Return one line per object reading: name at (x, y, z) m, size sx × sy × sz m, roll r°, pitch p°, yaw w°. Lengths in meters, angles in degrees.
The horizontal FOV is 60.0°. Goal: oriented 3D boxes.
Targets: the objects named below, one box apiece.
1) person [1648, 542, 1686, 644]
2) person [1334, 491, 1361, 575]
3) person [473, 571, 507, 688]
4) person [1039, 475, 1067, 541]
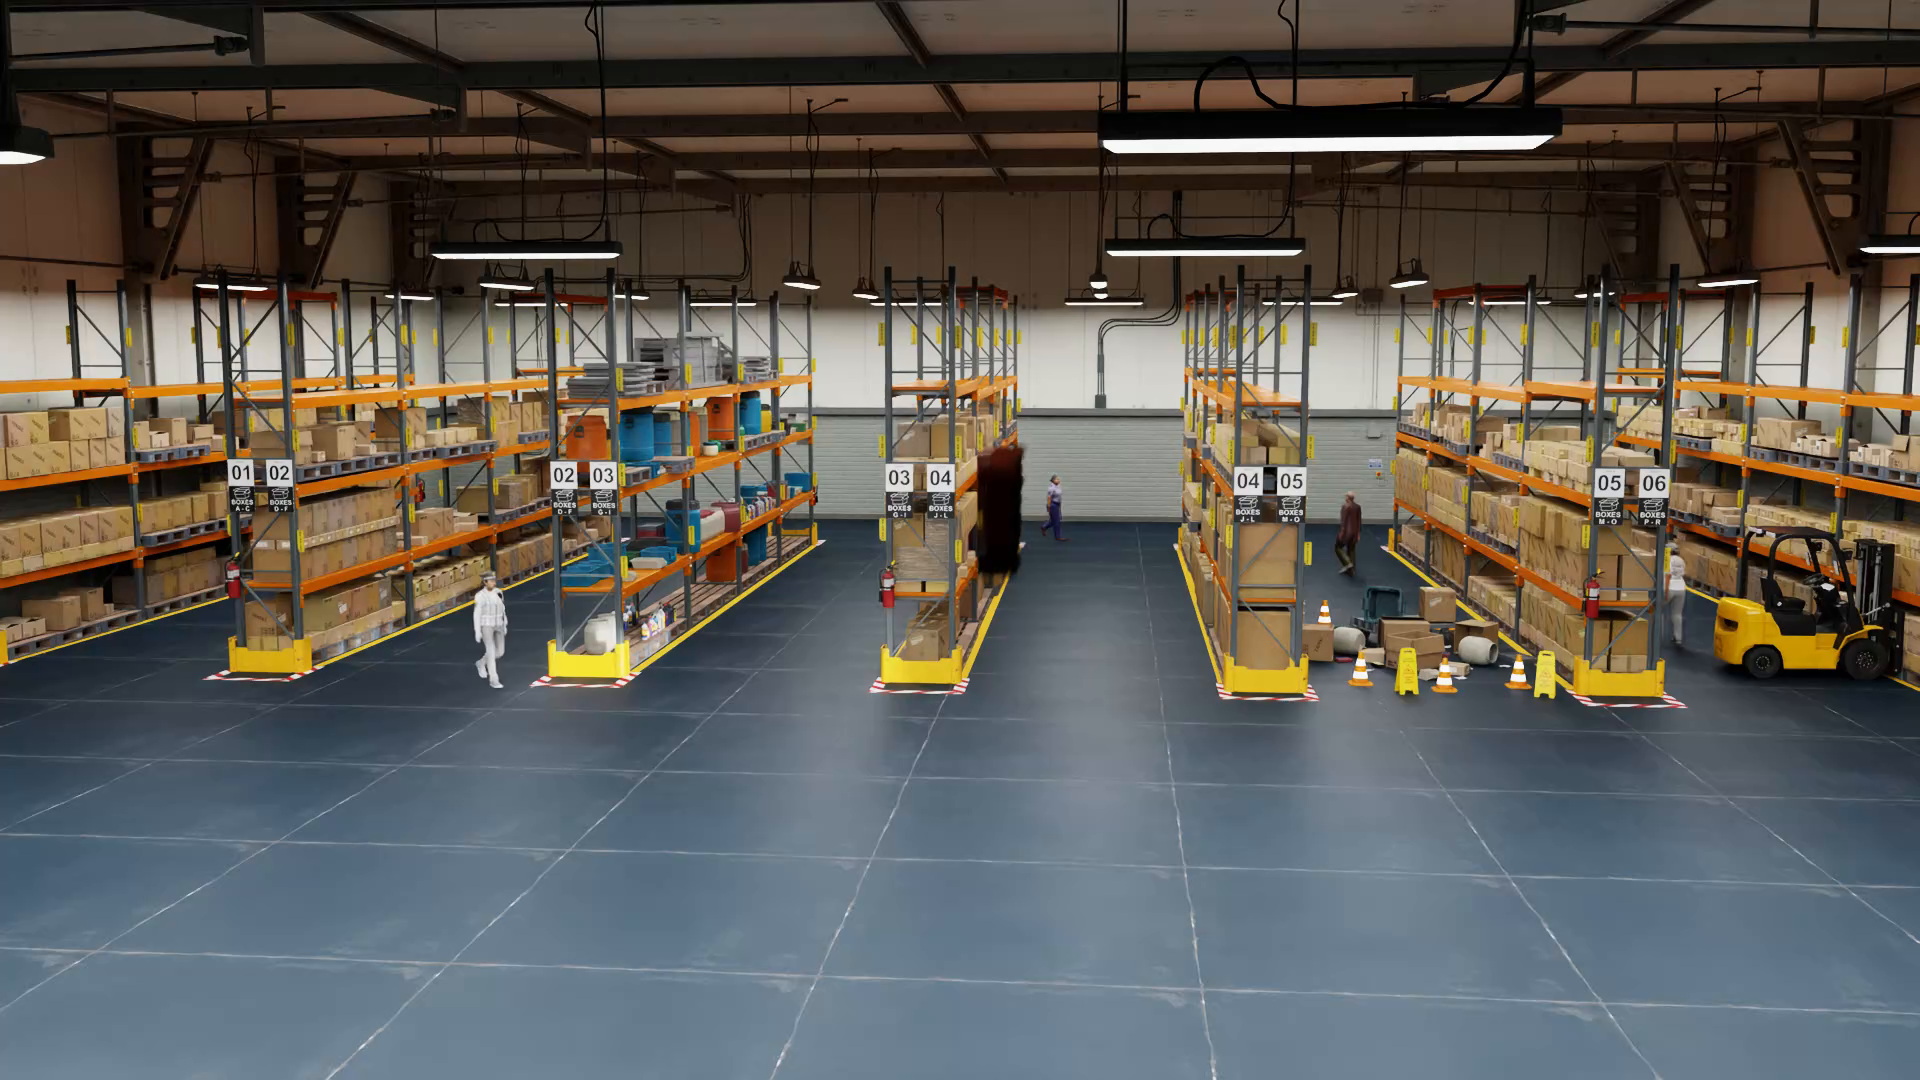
person at (11.684, 0.885, 27.278) m, size 0.501 × 1.673 × 0.579 m, roll 0°, pitch 7°, yaw -4°
person at (8.252, -0.100, 35.178) m, size 0.638 × 1.677 × 0.539 m, roll -4°, pitch 8°, yaw -32°
person at (-6.782, 1.258, 24.018) m, size 0.770 × 1.655 × 0.535 m, roll 6°, pitch 9°, yaw 39°
person at (2.291, -0.809, 41.210) m, size 0.792 × 1.632 × 0.484 m, roll 3°, pitch 8°, yaw 25°
